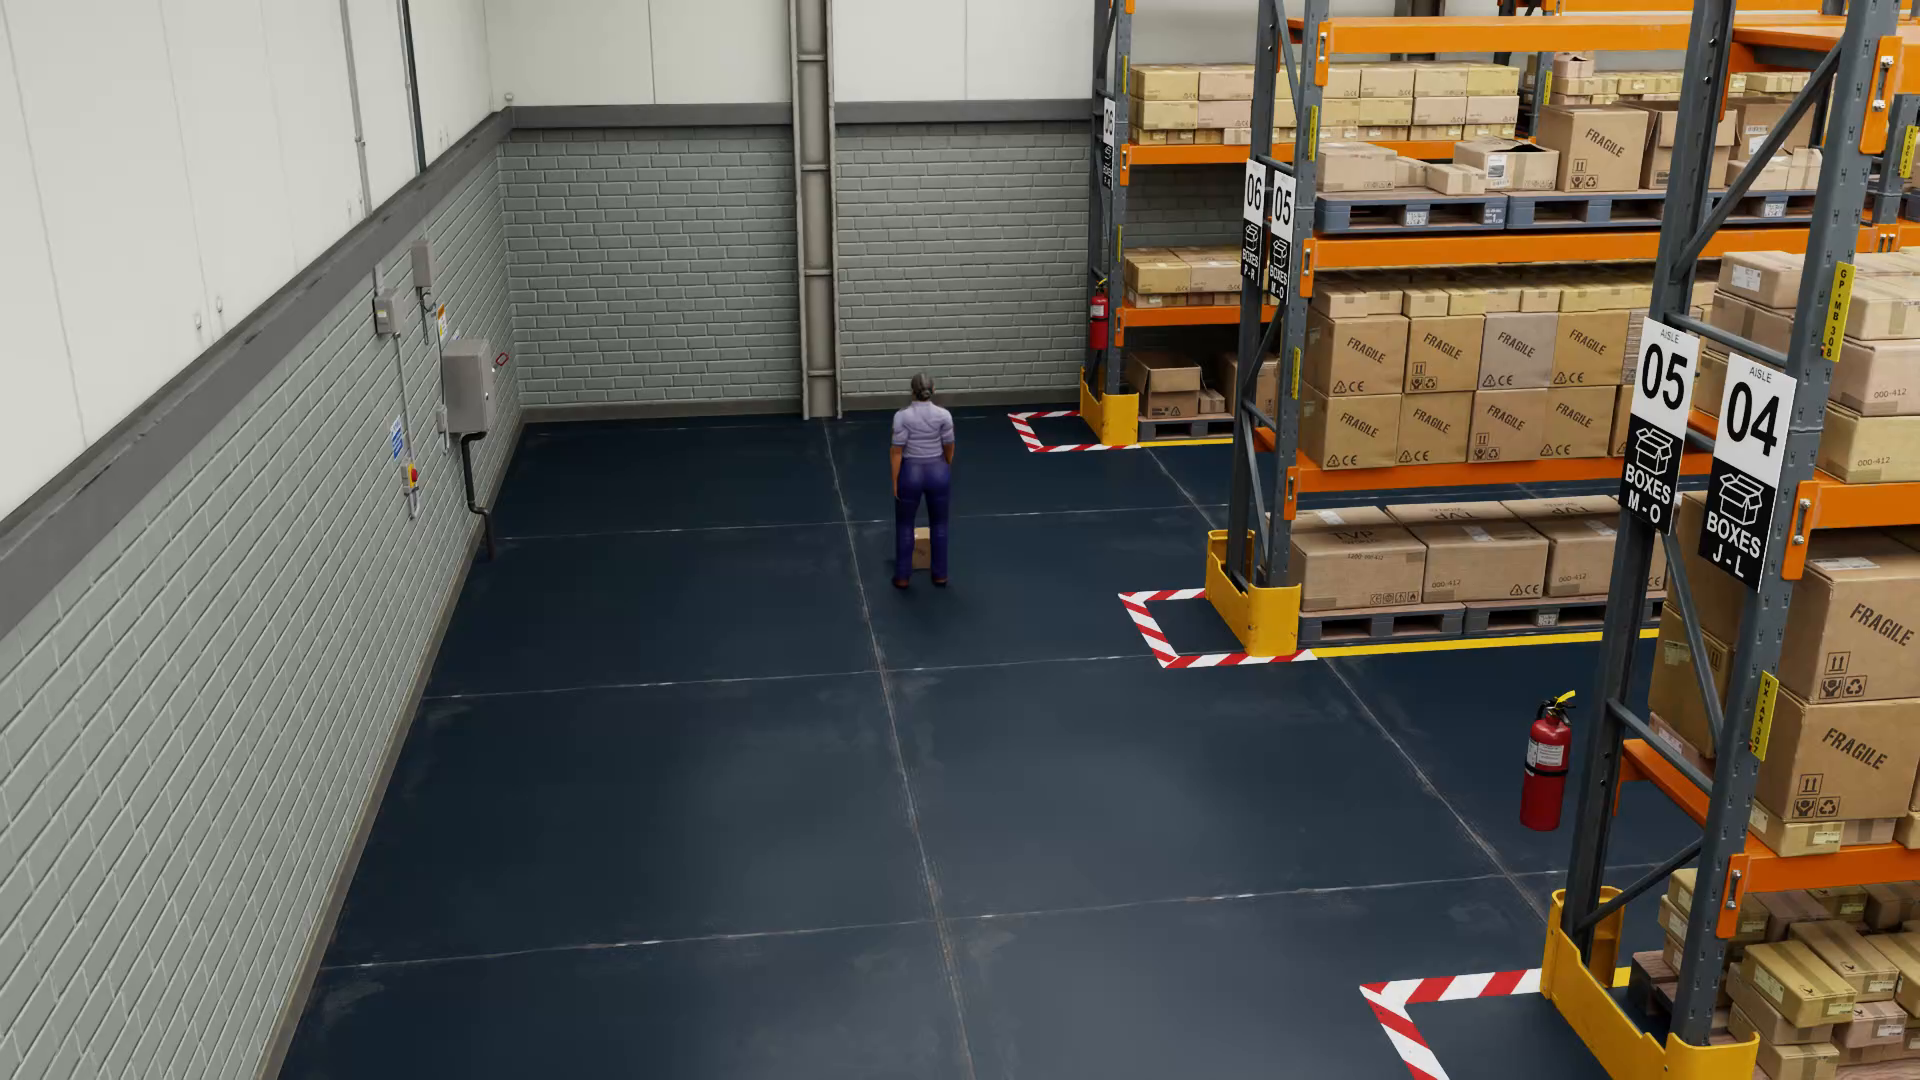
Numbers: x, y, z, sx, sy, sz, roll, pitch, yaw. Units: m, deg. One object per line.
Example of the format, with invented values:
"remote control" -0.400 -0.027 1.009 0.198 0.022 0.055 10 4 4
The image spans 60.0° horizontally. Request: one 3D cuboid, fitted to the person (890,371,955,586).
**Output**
"person" -0.283 -0.447 12.295 0.487 1.668 0.423 -3 20 -7
